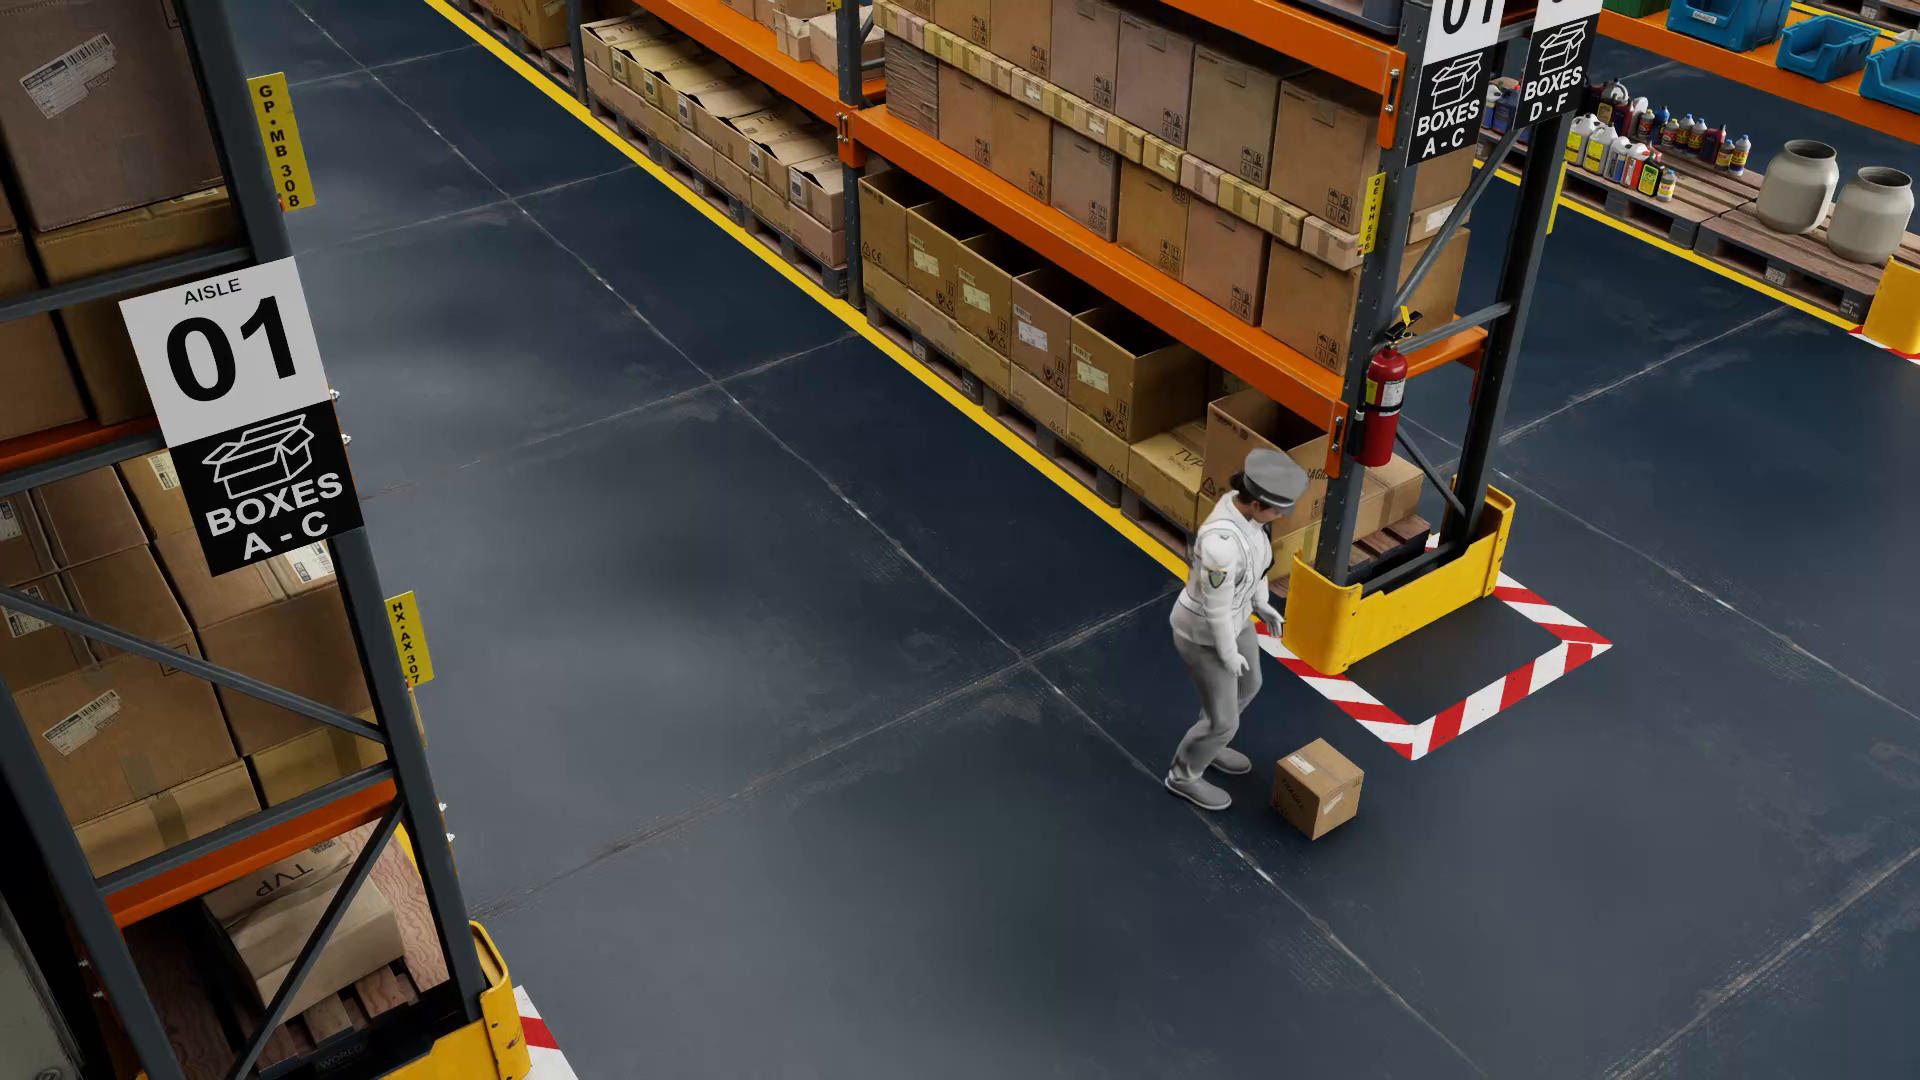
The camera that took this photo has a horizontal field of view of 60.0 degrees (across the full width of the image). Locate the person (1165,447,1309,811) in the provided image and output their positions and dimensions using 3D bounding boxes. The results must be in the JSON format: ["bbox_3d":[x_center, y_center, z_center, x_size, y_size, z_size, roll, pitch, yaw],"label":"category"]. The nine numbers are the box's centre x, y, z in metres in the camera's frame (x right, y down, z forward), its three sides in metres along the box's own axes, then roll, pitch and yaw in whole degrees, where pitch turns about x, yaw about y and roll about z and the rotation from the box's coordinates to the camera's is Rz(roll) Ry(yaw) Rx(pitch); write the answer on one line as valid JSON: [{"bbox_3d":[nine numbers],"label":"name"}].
[{"bbox_3d":[1.067,0.346,6.577,0.446,1.626,0.500,17,40,21],"label":"person"}]
